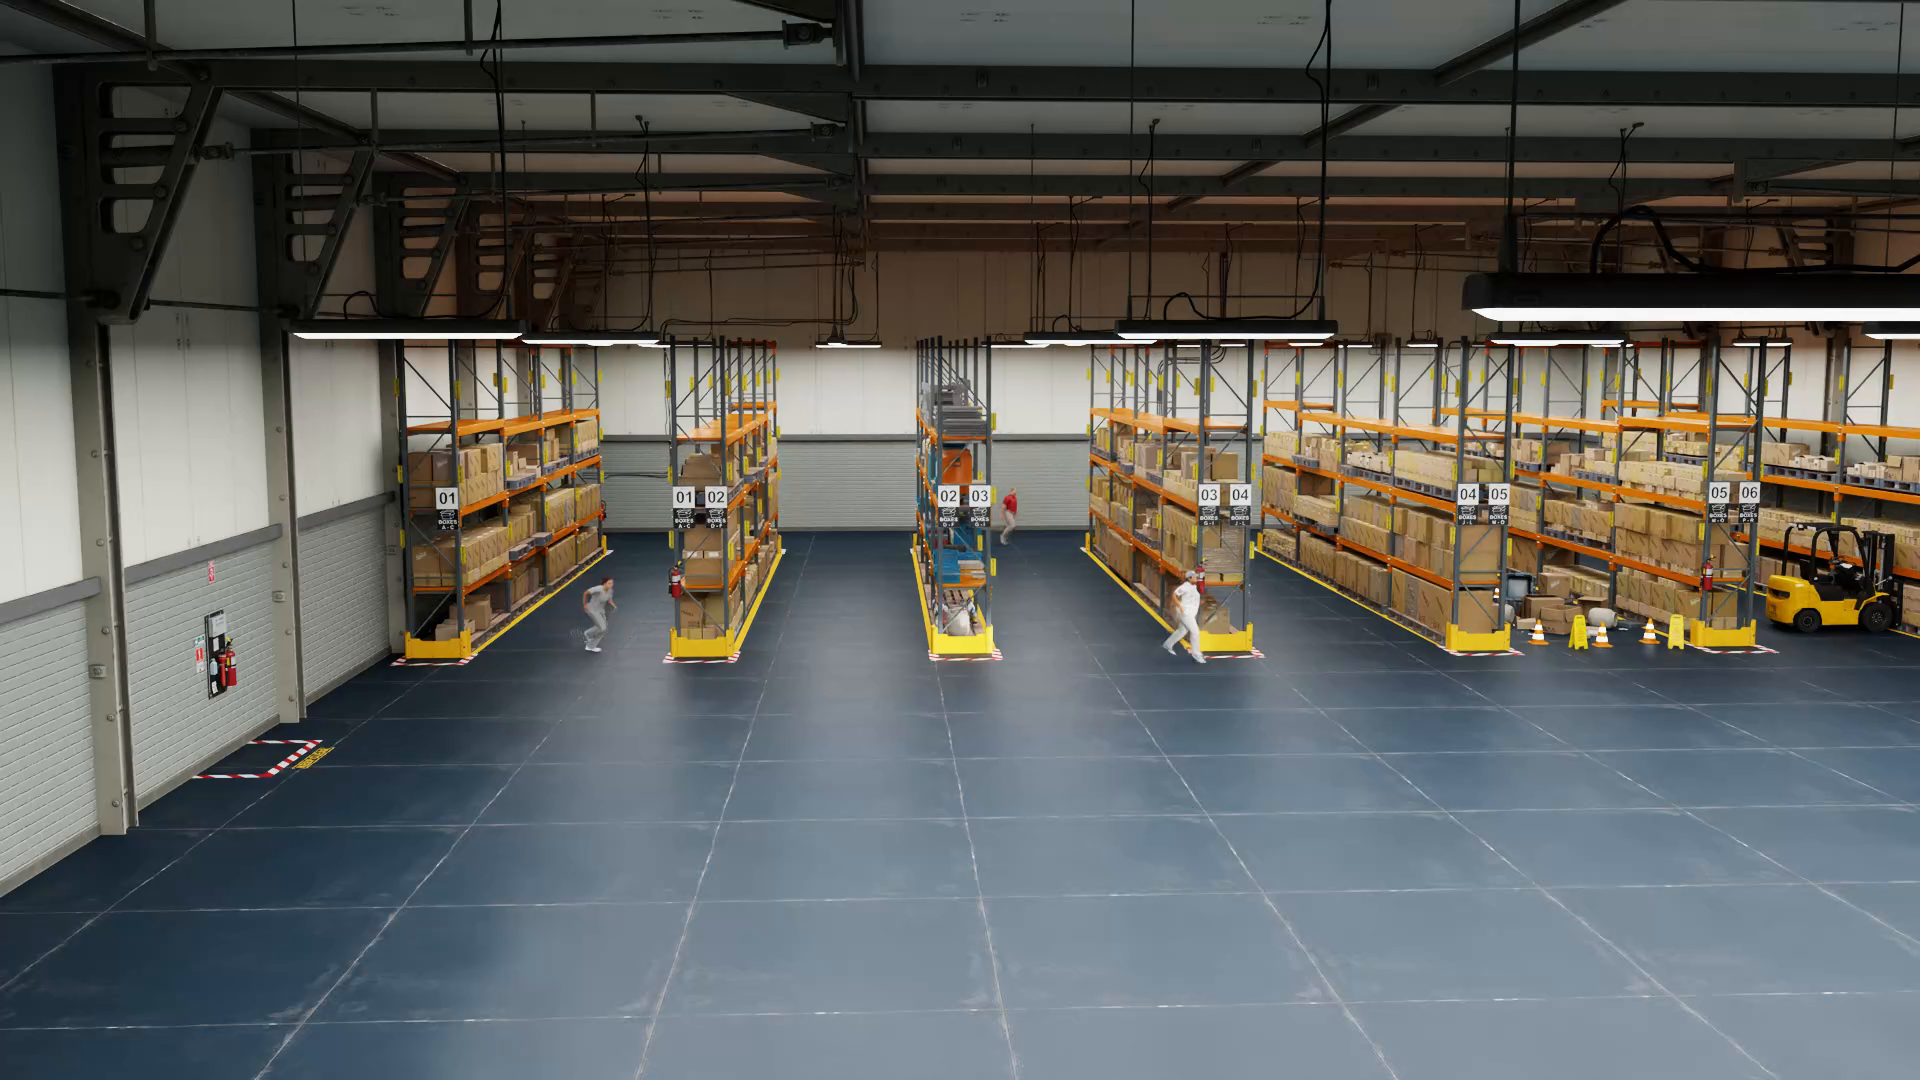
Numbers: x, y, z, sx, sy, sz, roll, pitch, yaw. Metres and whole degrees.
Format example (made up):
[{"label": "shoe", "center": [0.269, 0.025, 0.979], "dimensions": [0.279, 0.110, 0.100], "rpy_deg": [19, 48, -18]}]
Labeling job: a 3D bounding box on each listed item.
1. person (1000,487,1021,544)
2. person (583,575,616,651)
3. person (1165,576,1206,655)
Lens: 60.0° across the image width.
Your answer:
[{"label": "person", "center": [1.470, -0.707, 49.183], "dimensions": [0.550, 1.684, 0.782], "rpy_deg": [3, 7, 24]}, {"label": "person", "center": [-6.870, 1.405, 31.595], "dimensions": [0.763, 1.496, 0.587], "rpy_deg": [4, 8, 33]}, {"label": "person", "center": [4.153, 1.342, 30.802], "dimensions": [0.824, 1.538, 0.636], "rpy_deg": [3, 7, 25]}]
